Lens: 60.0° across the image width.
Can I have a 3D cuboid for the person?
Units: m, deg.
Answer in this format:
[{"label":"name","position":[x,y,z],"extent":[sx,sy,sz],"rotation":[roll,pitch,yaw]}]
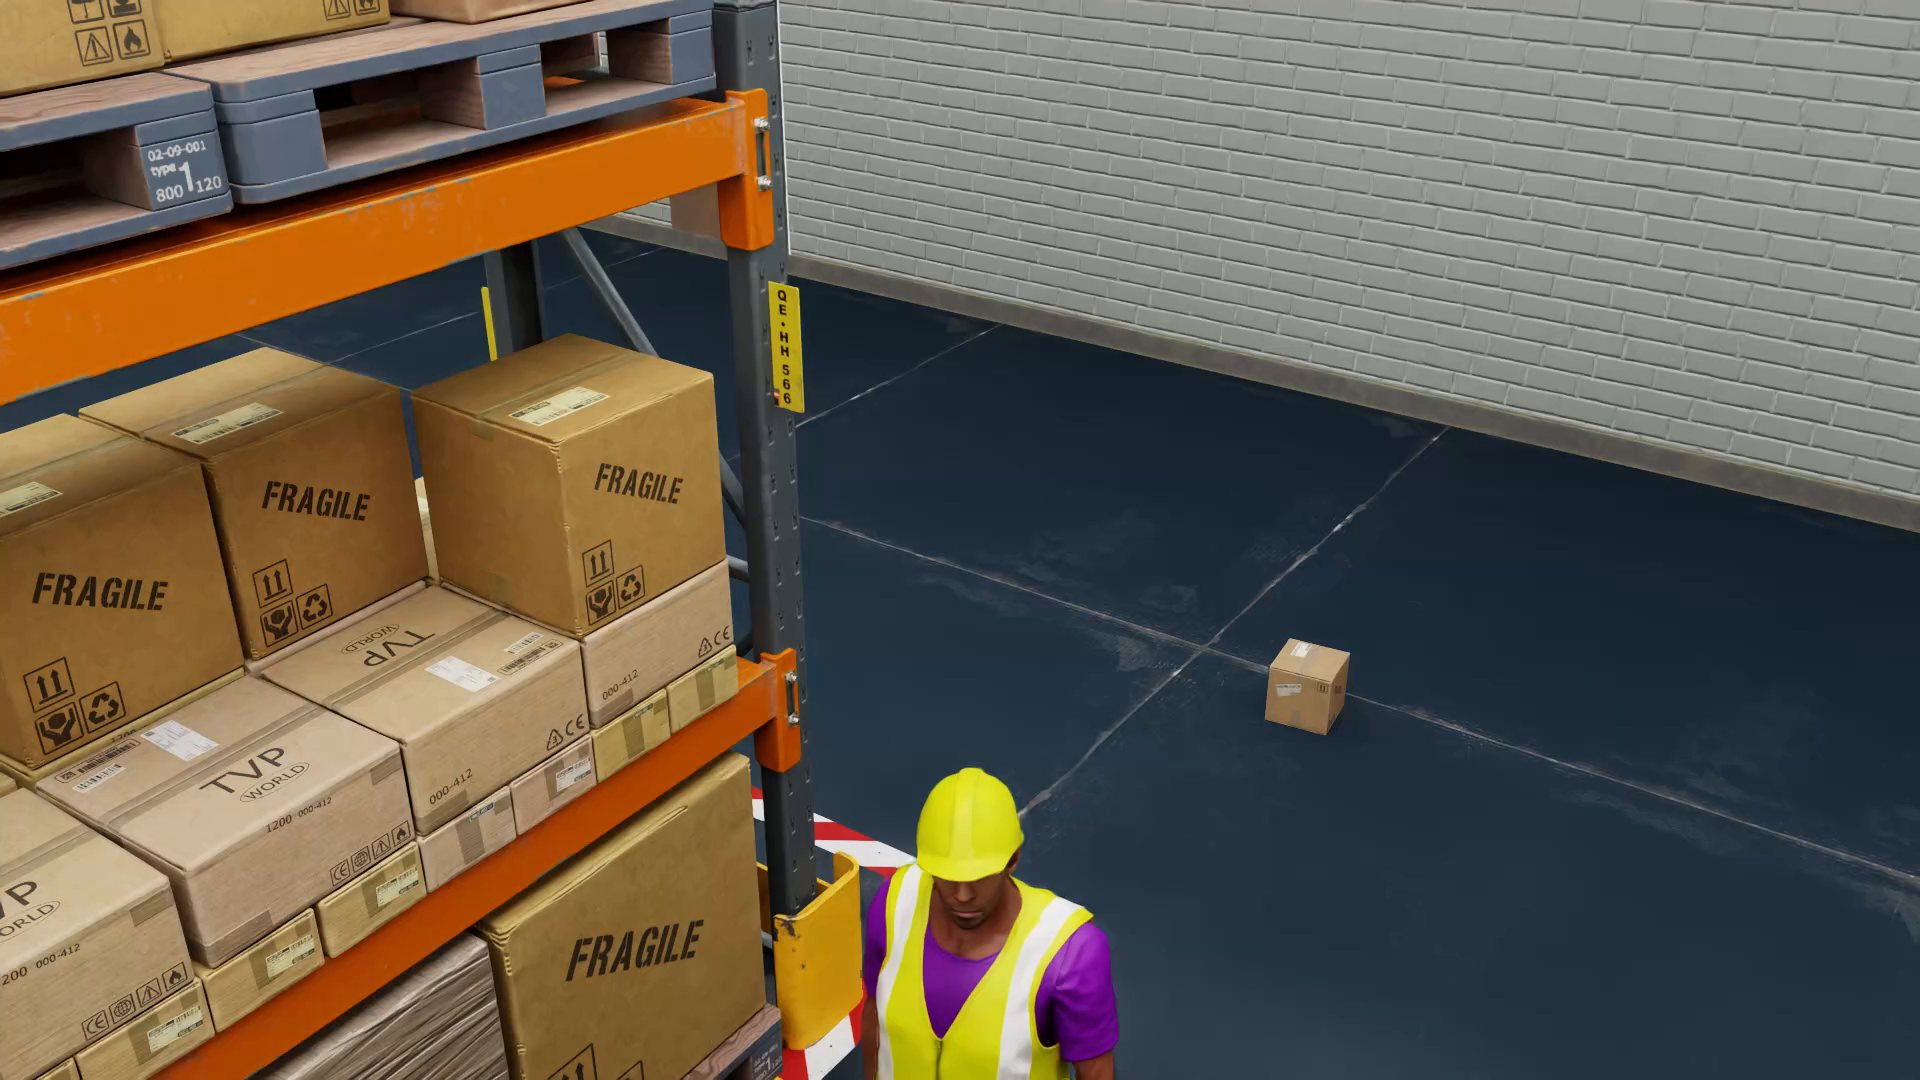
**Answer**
[{"label":"person","position":[-0.042,1.316,3.455],"extent":[0.571,1.787,0.452],"rotation":[14,30,26]}]
